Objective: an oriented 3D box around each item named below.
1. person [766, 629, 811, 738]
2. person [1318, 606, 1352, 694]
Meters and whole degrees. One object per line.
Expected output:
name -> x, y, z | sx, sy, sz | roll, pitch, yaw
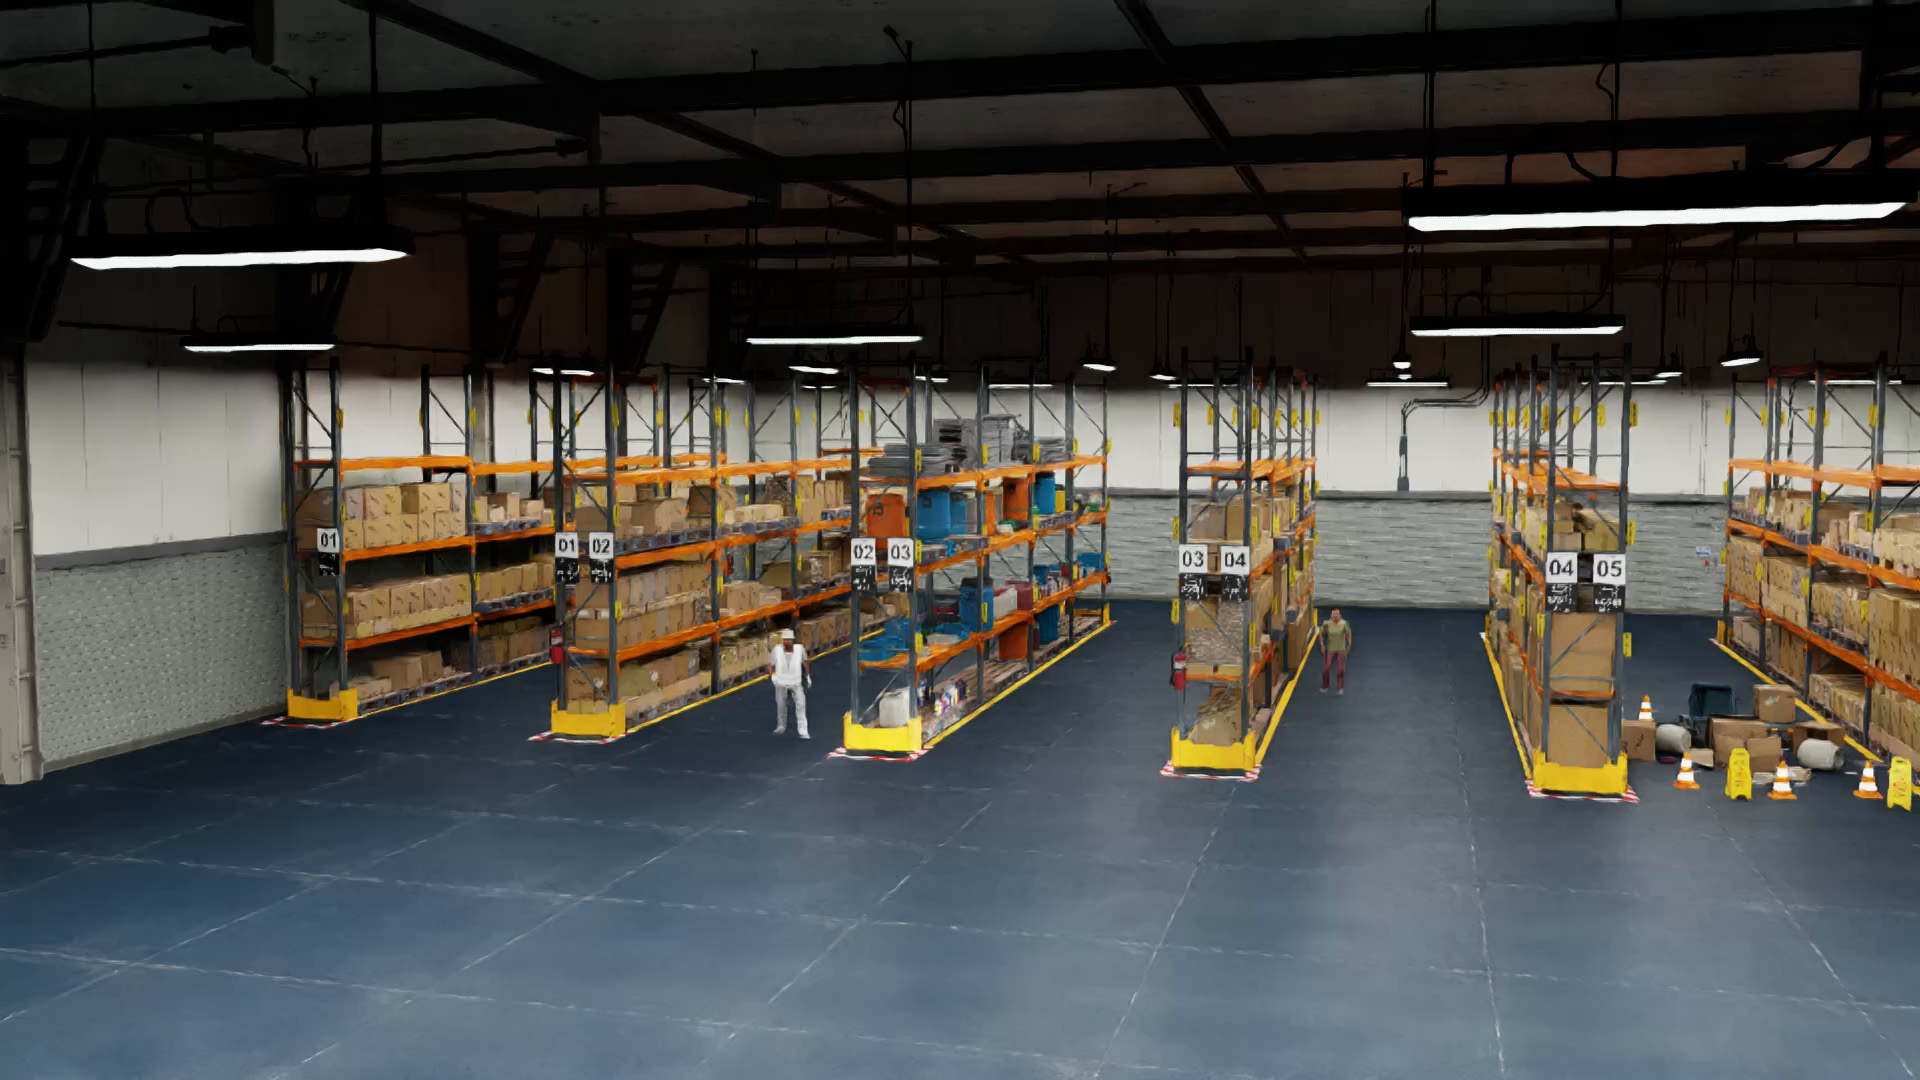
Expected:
person -> -2.672, 2.226, 26.047 | 0.701, 1.718, 0.849 | 0, 4, -1
person -> 6.795, 1.990, 30.128 | 0.598, 1.618, 0.507 | 1, 4, 13
